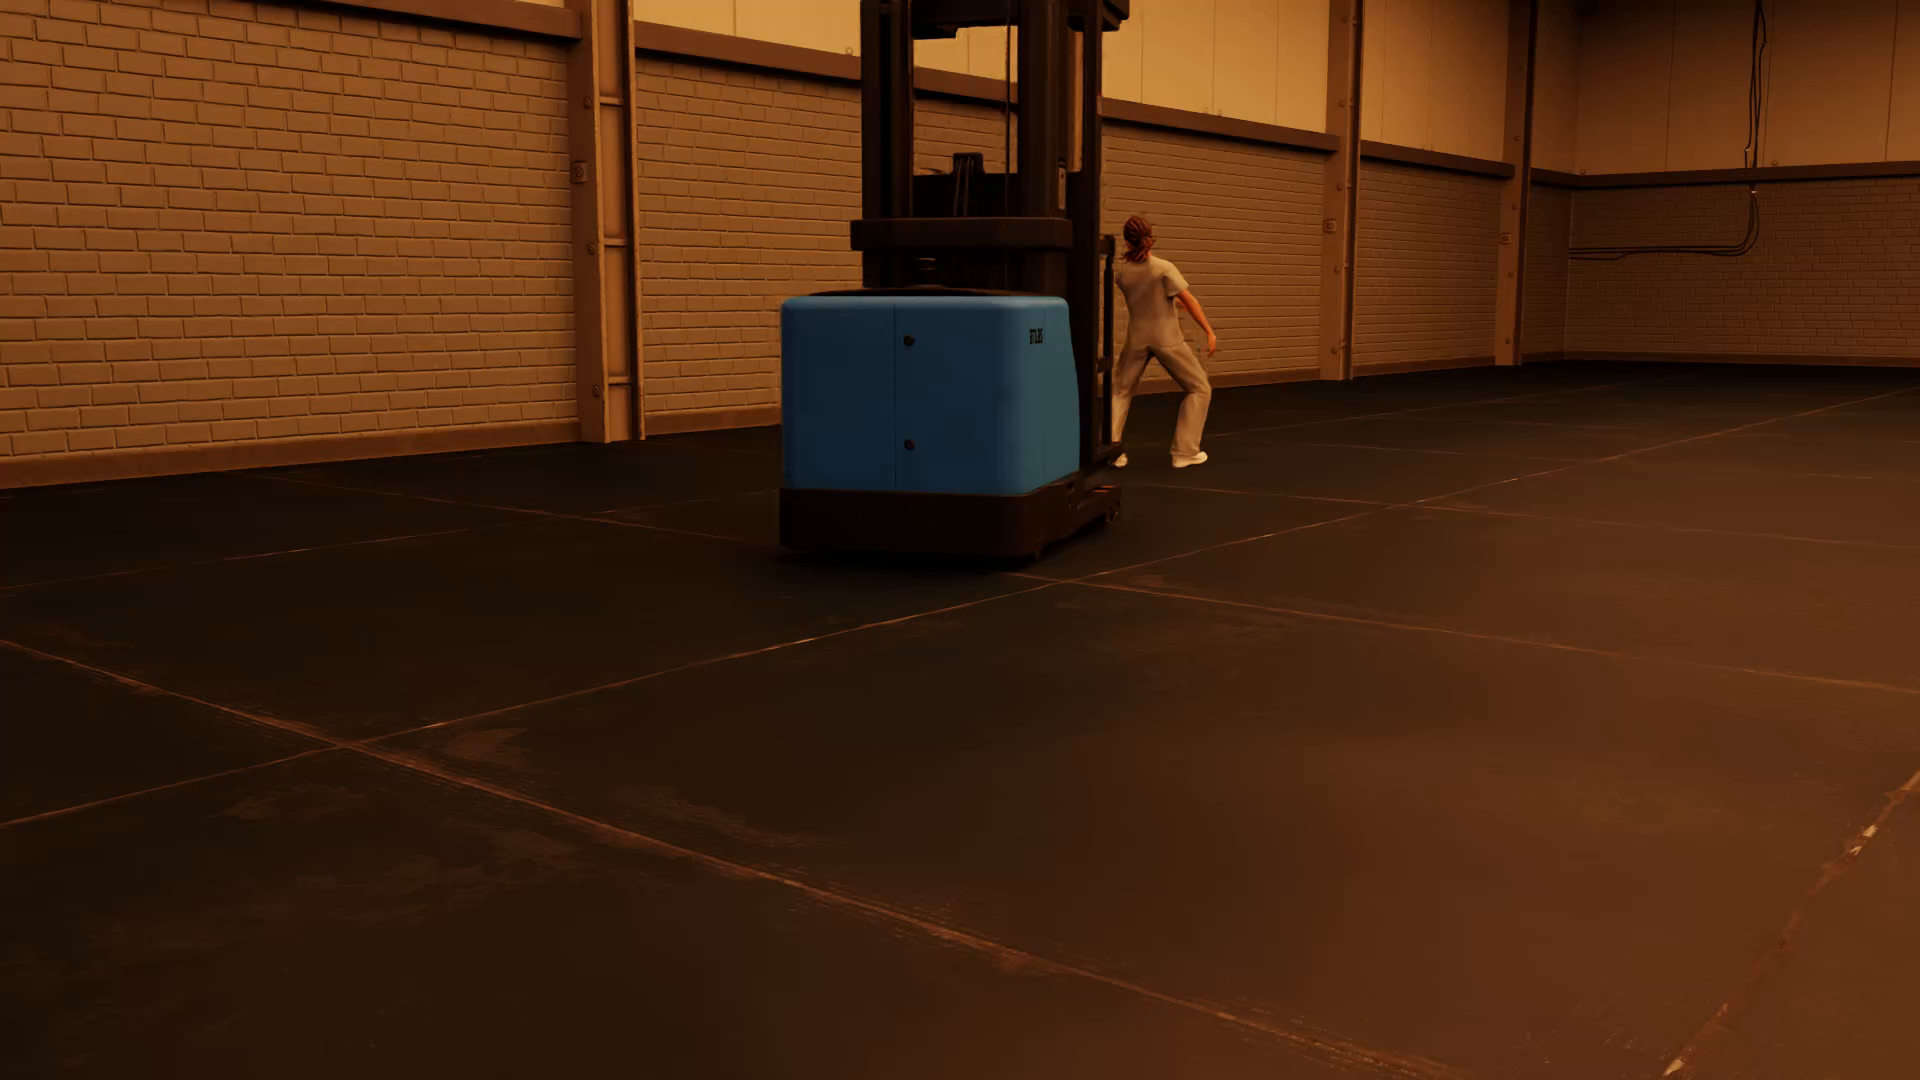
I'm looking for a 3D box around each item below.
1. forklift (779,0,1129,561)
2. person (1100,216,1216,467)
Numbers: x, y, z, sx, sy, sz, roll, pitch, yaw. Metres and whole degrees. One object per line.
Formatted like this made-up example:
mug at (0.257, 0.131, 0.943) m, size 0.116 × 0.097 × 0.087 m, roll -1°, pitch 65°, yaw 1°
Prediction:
forklift at (0.166, -1.540, 7.809) m, size 1.130 × 2.935 × 3.031 m, roll 2°, pitch 9°, yaw 16°
person at (1.291, -1.249, 10.513) m, size 0.686 × 1.561 × 0.825 m, roll 4°, pitch 9°, yaw 25°
